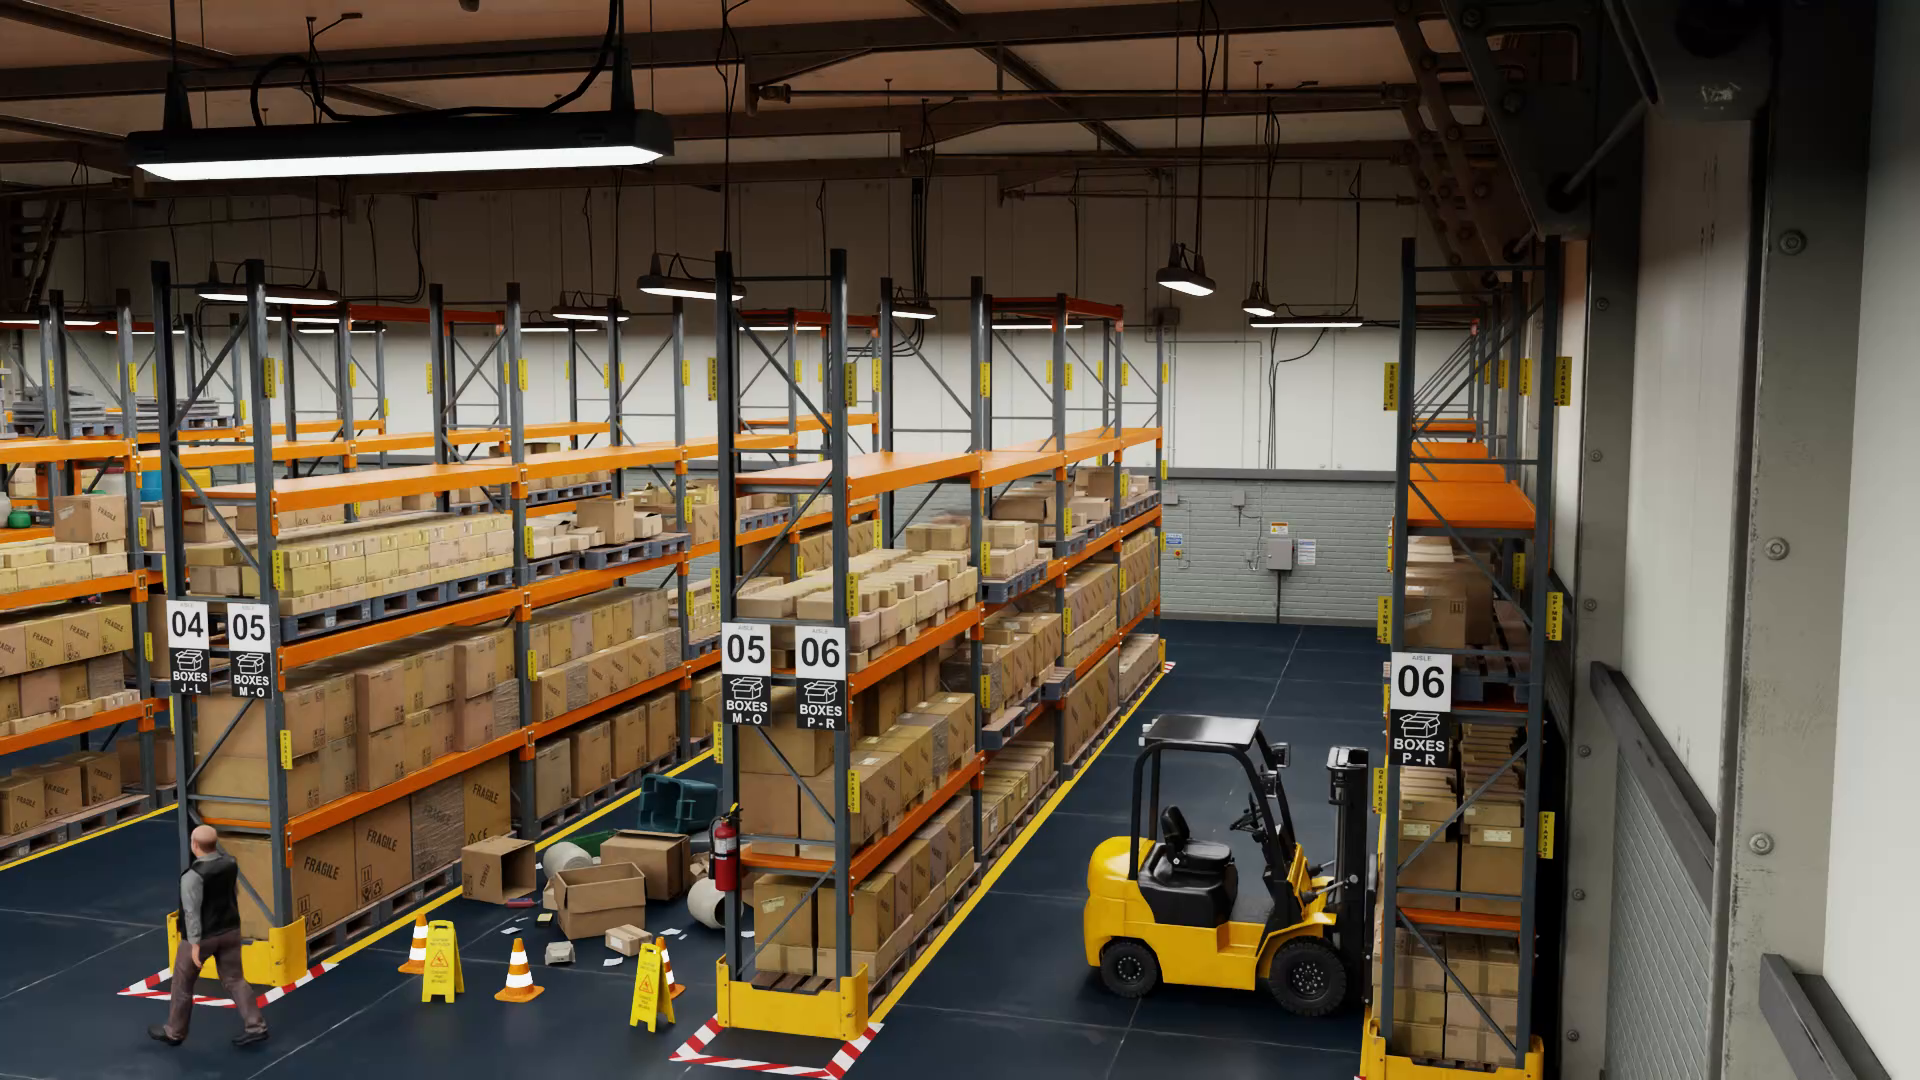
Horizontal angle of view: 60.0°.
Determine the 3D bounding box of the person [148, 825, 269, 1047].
[{"bbox_3d":[-5.705,2.999,12.622,0.886,1.702,0.547,4,7,30],"label":"person"}]
